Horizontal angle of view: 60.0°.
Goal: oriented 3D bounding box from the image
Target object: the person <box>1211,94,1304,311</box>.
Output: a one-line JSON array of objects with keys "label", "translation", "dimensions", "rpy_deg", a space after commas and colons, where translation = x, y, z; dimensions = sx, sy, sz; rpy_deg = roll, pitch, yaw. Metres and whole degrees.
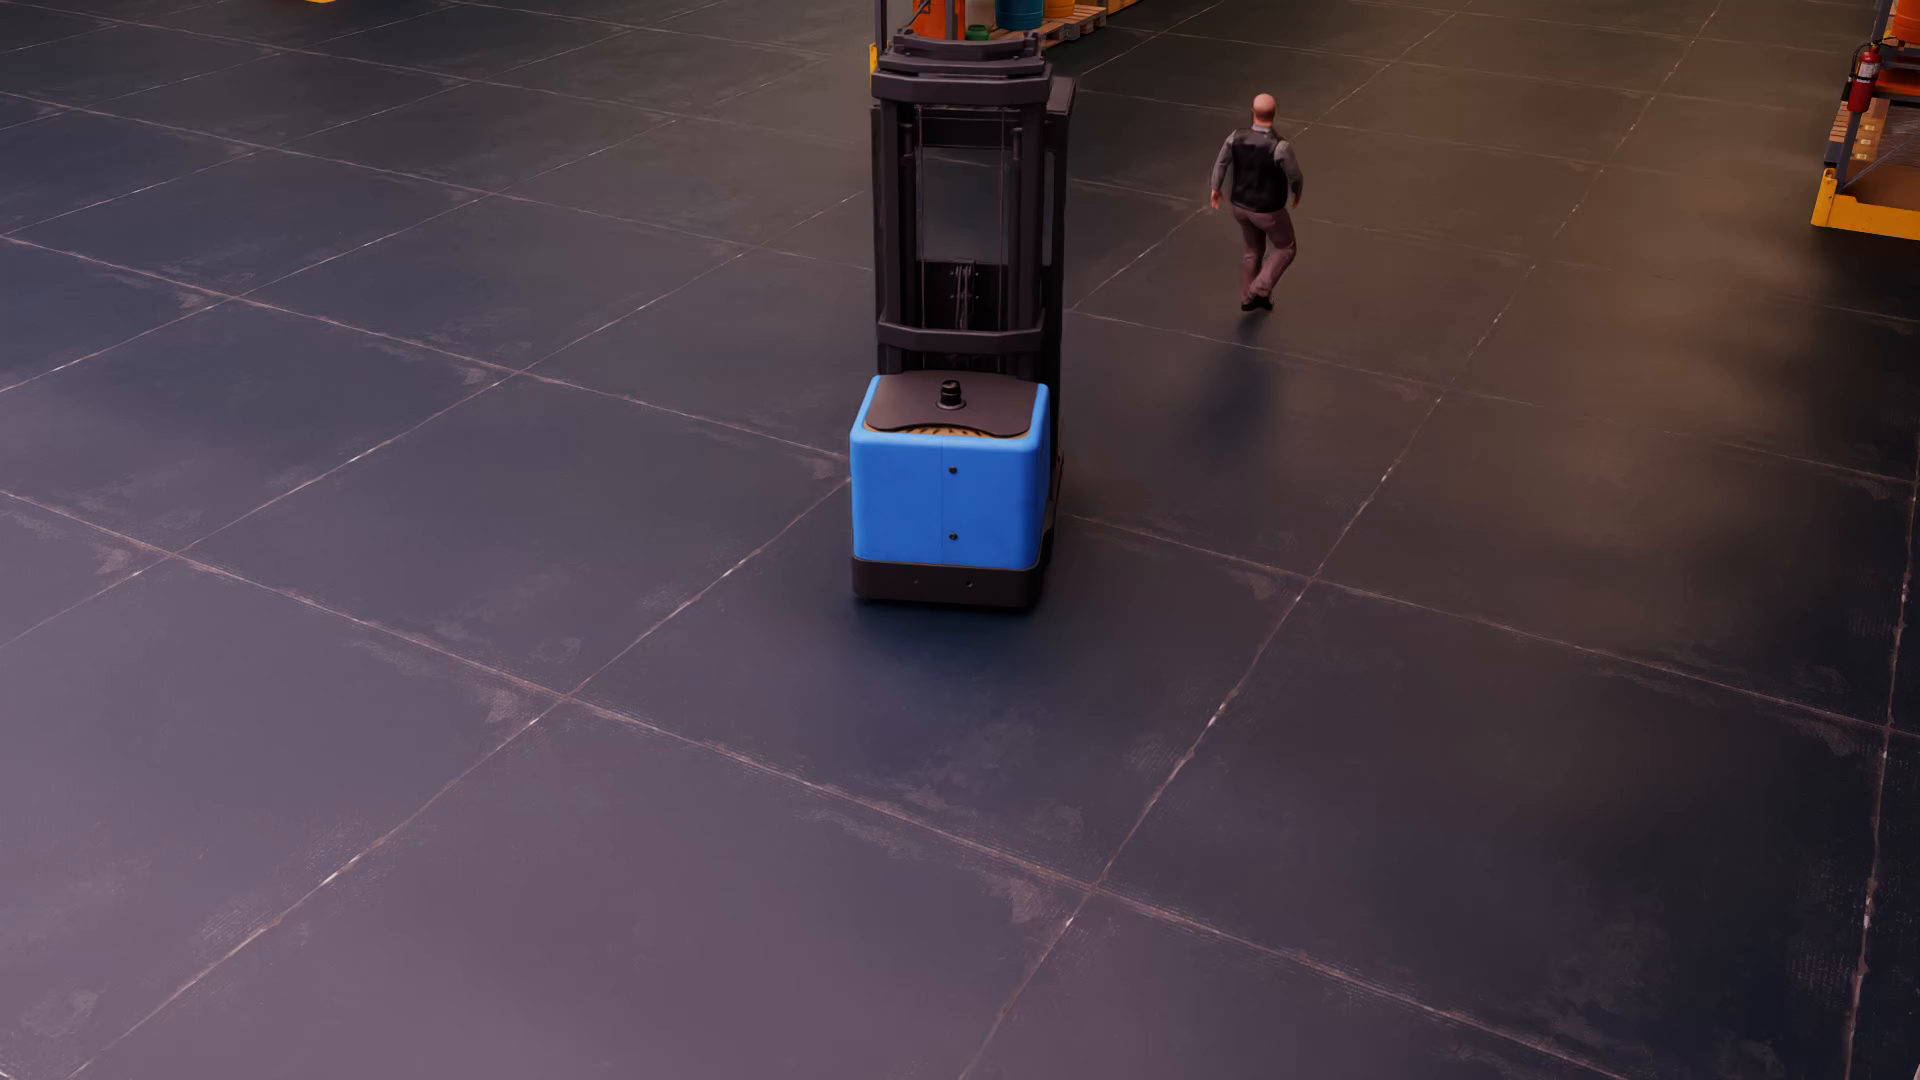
[{"label": "person", "translation": [2.265, -2.541, 12.609], "dimensions": [0.505, 1.703, 0.733], "rpy_deg": [-23, 37, -35]}]

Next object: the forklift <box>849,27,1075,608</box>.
[{"label": "forklift", "translation": [0.081, -1.609, 9.858], "dimensions": [1.130, 2.935, 3.031], "rpy_deg": [3, 30, 6]}]
